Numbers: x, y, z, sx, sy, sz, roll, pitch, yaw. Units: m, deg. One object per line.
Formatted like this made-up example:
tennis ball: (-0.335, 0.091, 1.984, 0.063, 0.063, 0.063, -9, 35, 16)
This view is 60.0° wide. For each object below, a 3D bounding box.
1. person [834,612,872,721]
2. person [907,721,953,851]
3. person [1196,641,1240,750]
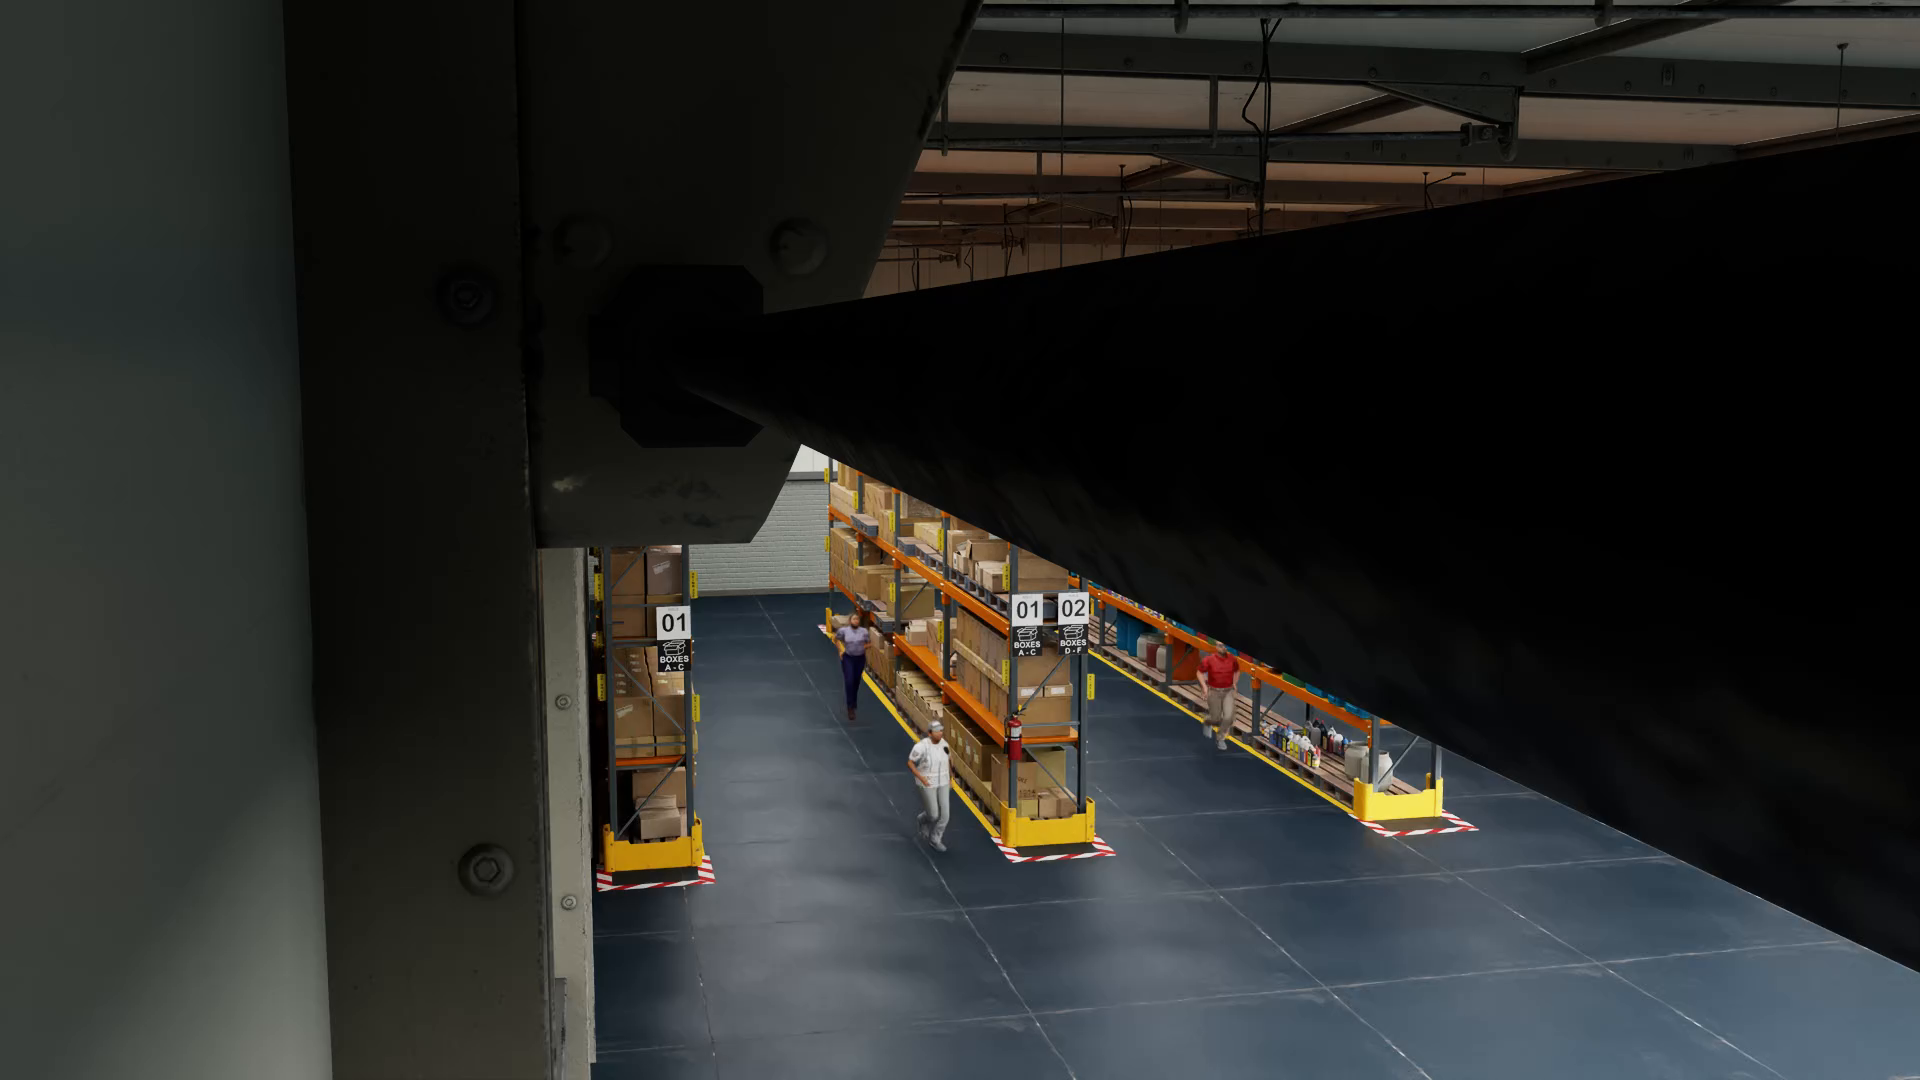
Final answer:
person: (-1.742, 2.046, 27.359, 0.588, 1.734, 0.757, -2, 7, -19)
person: (-0.342, 3.072, 20.863, 0.638, 1.647, 0.532, -4, 8, -28)
person: (3.895, 2.286, 24.966, 0.679, 1.650, 0.622, -1, 7, -11)
